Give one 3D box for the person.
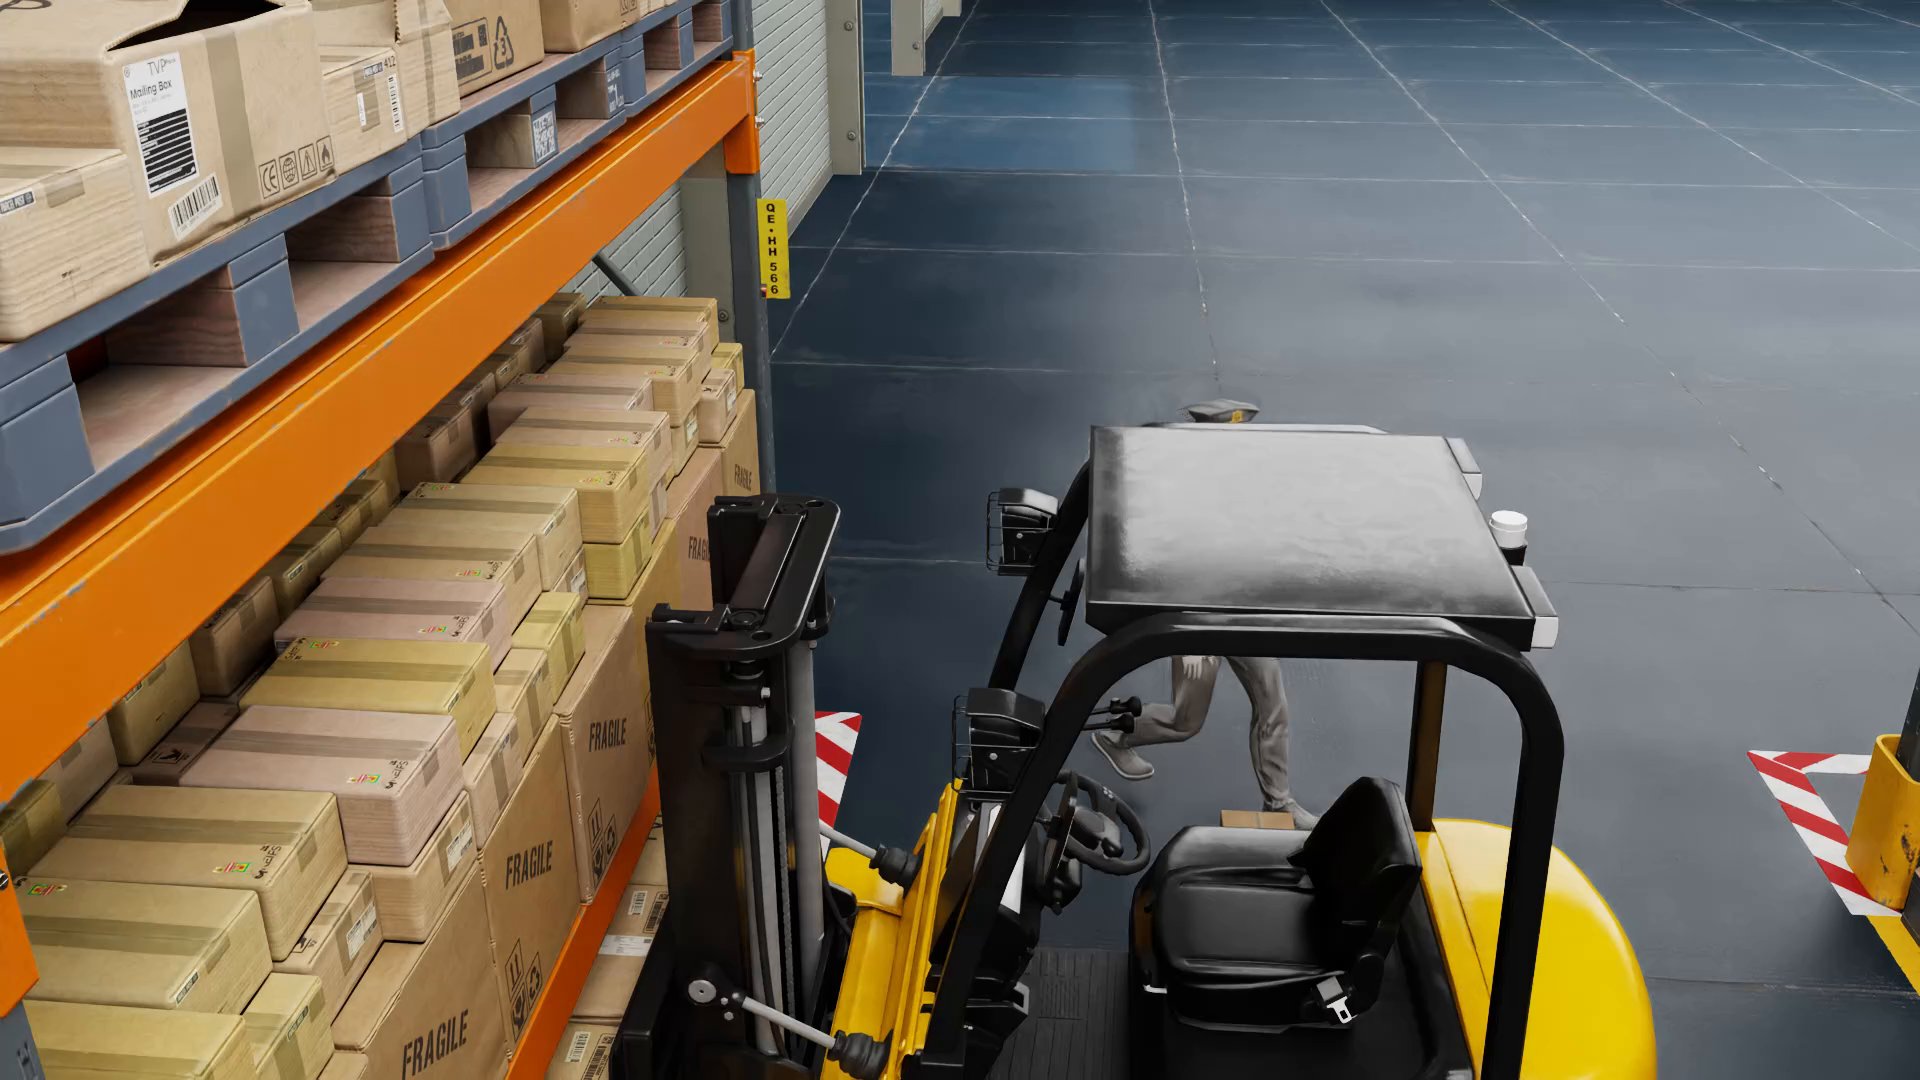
[{"bbox_3d":[1.113,0.297,5.950,0.555,1.687,0.386,-3,25,-6],"label":"person"}]
